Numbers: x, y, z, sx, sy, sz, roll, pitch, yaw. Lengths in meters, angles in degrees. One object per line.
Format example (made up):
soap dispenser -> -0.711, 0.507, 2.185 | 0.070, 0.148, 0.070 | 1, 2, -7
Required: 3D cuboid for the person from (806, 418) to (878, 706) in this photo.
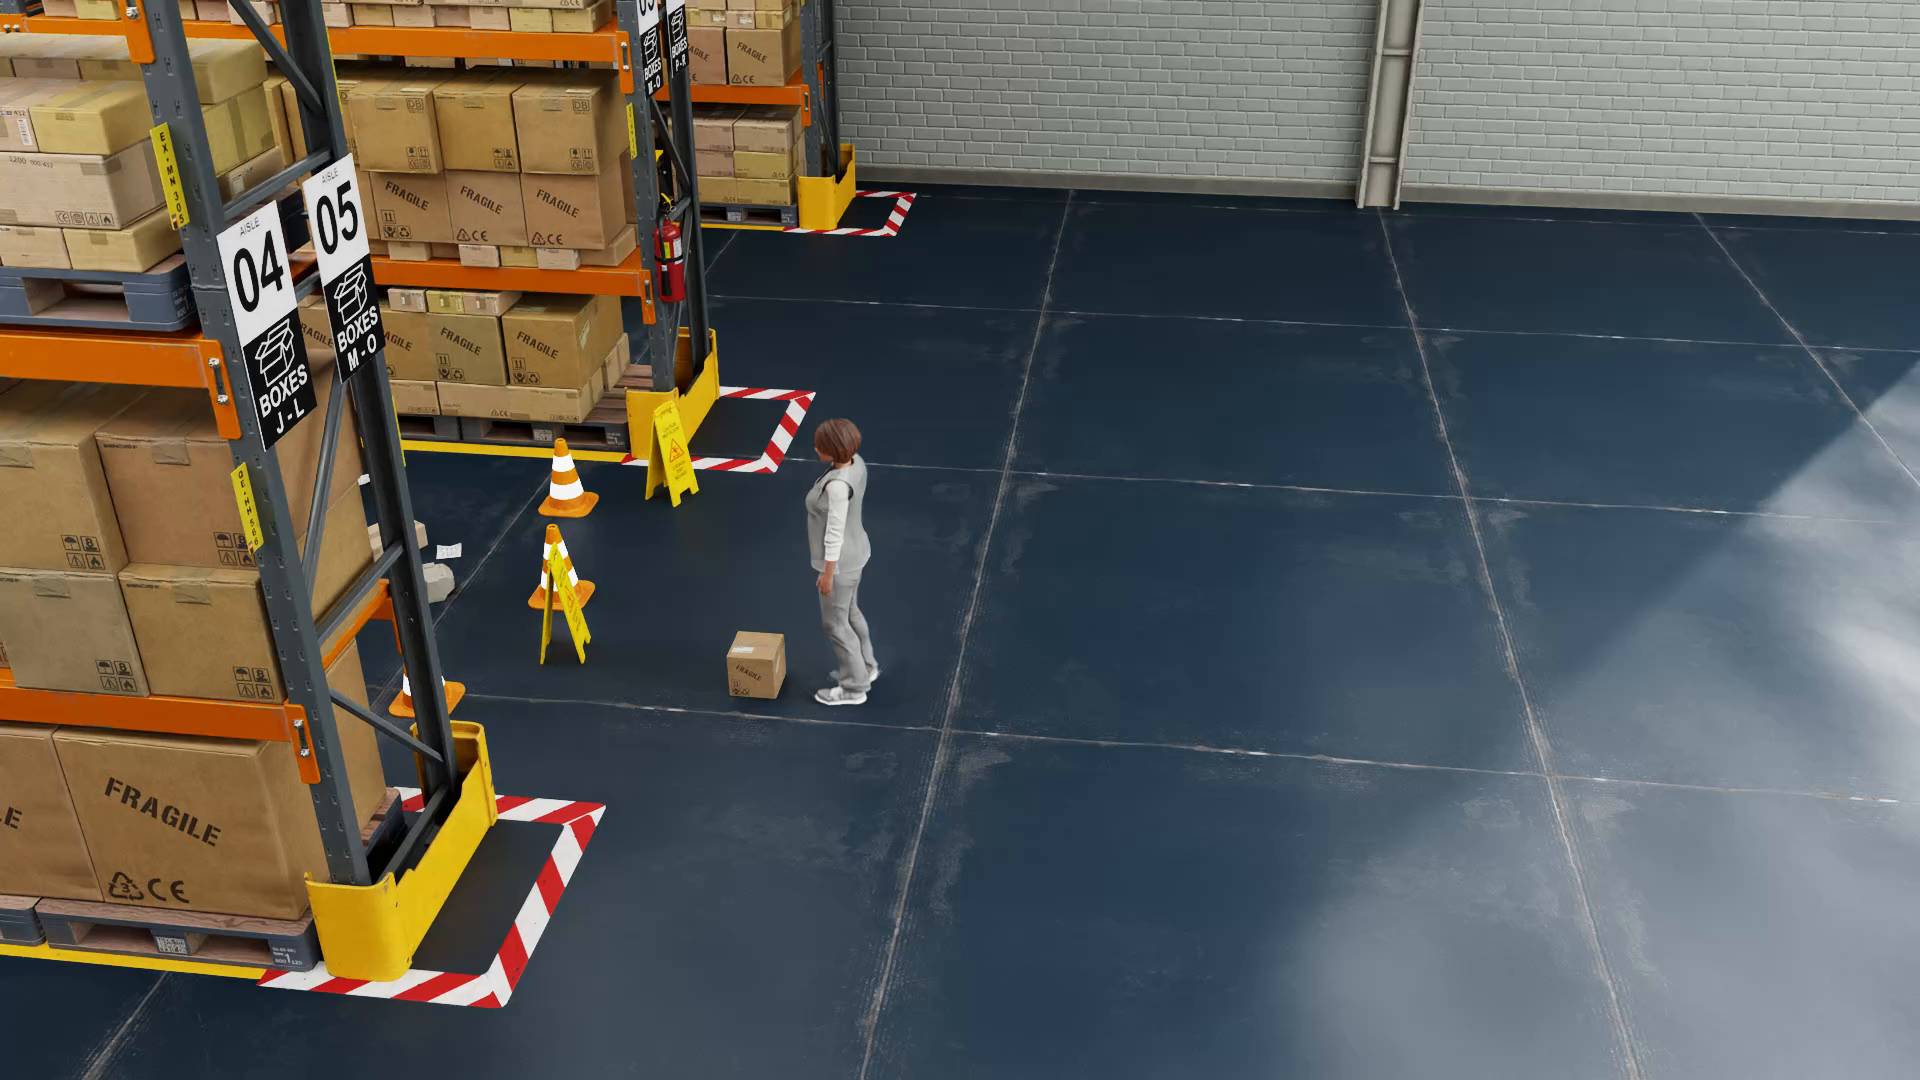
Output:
person -> -0.605, 0.128, 8.438 | 0.308, 1.600, 0.406 | 4, 29, 7
